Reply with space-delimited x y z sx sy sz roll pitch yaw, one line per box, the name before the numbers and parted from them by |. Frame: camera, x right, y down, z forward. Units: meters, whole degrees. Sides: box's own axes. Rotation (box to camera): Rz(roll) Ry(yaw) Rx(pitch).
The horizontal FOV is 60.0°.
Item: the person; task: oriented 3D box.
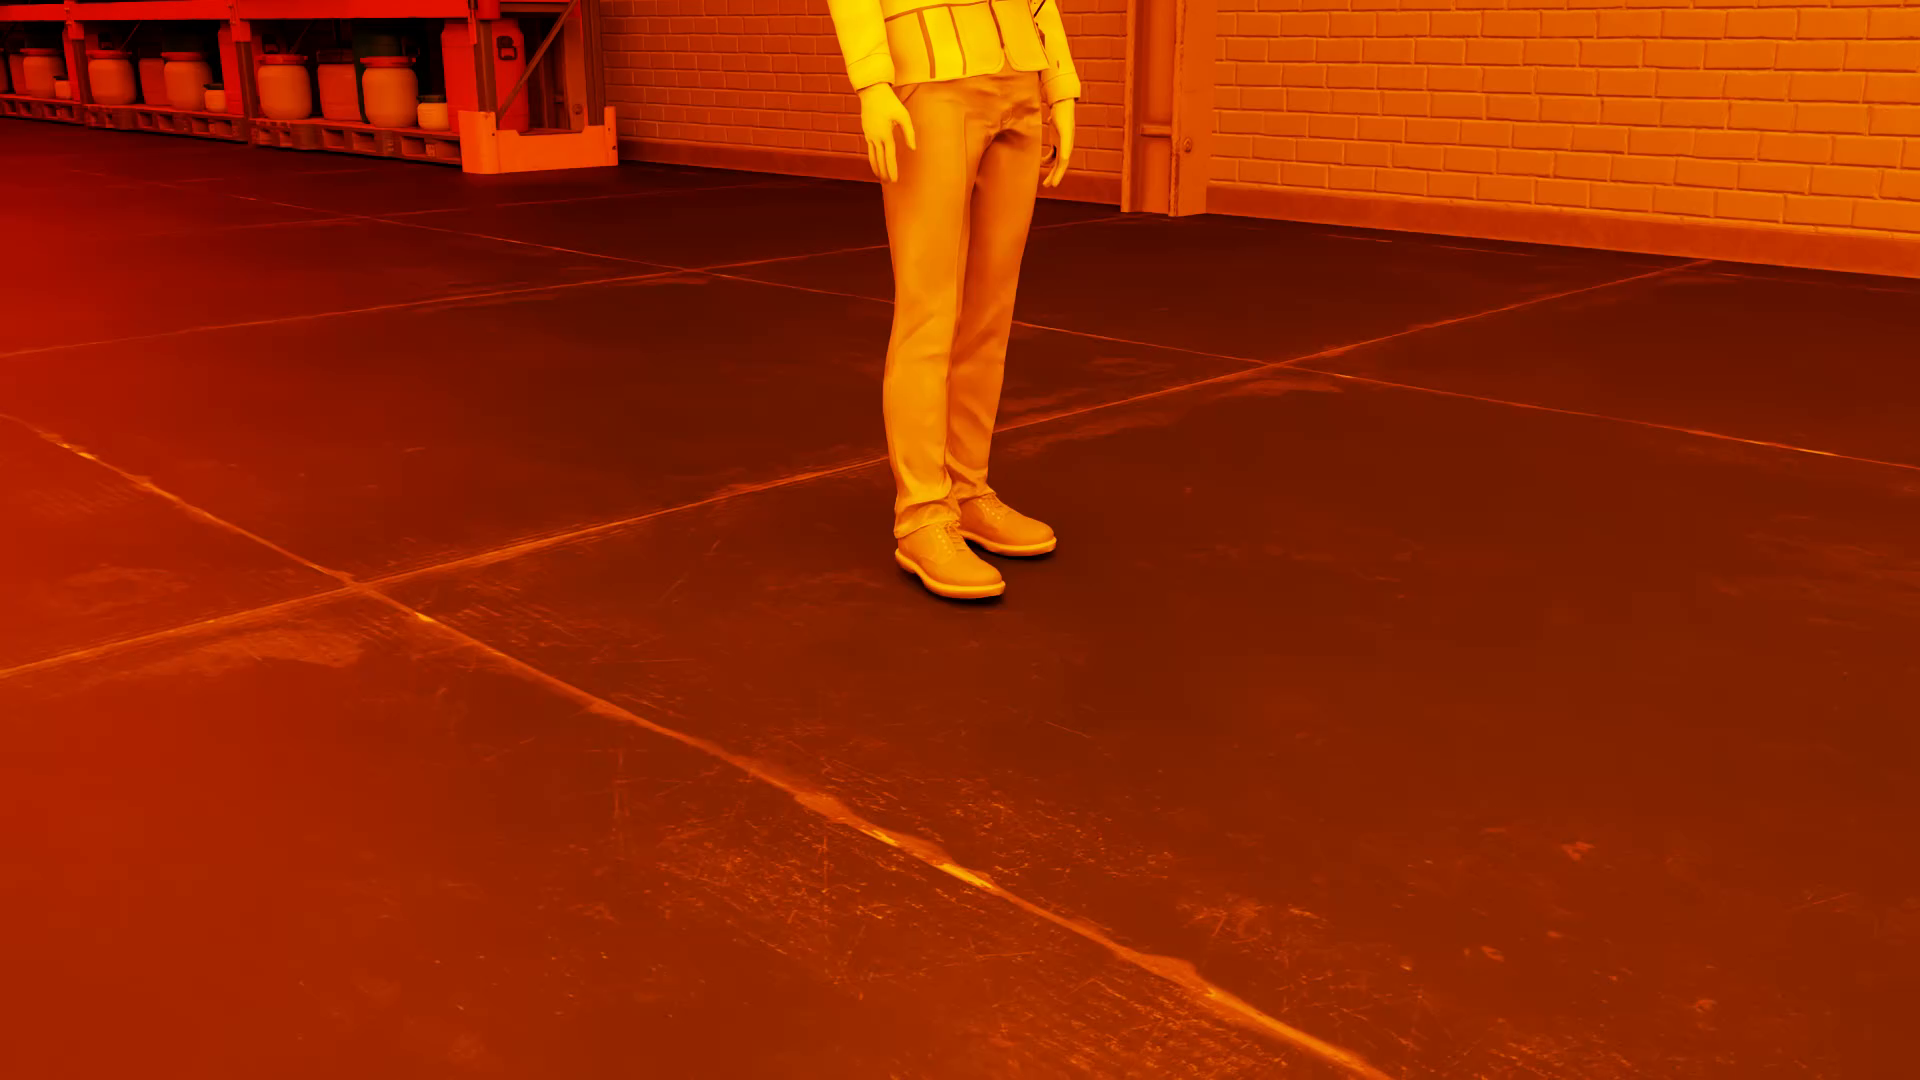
person | 0.043 -0.801 3.093 0.534 1.696 0.587 16 23 42
